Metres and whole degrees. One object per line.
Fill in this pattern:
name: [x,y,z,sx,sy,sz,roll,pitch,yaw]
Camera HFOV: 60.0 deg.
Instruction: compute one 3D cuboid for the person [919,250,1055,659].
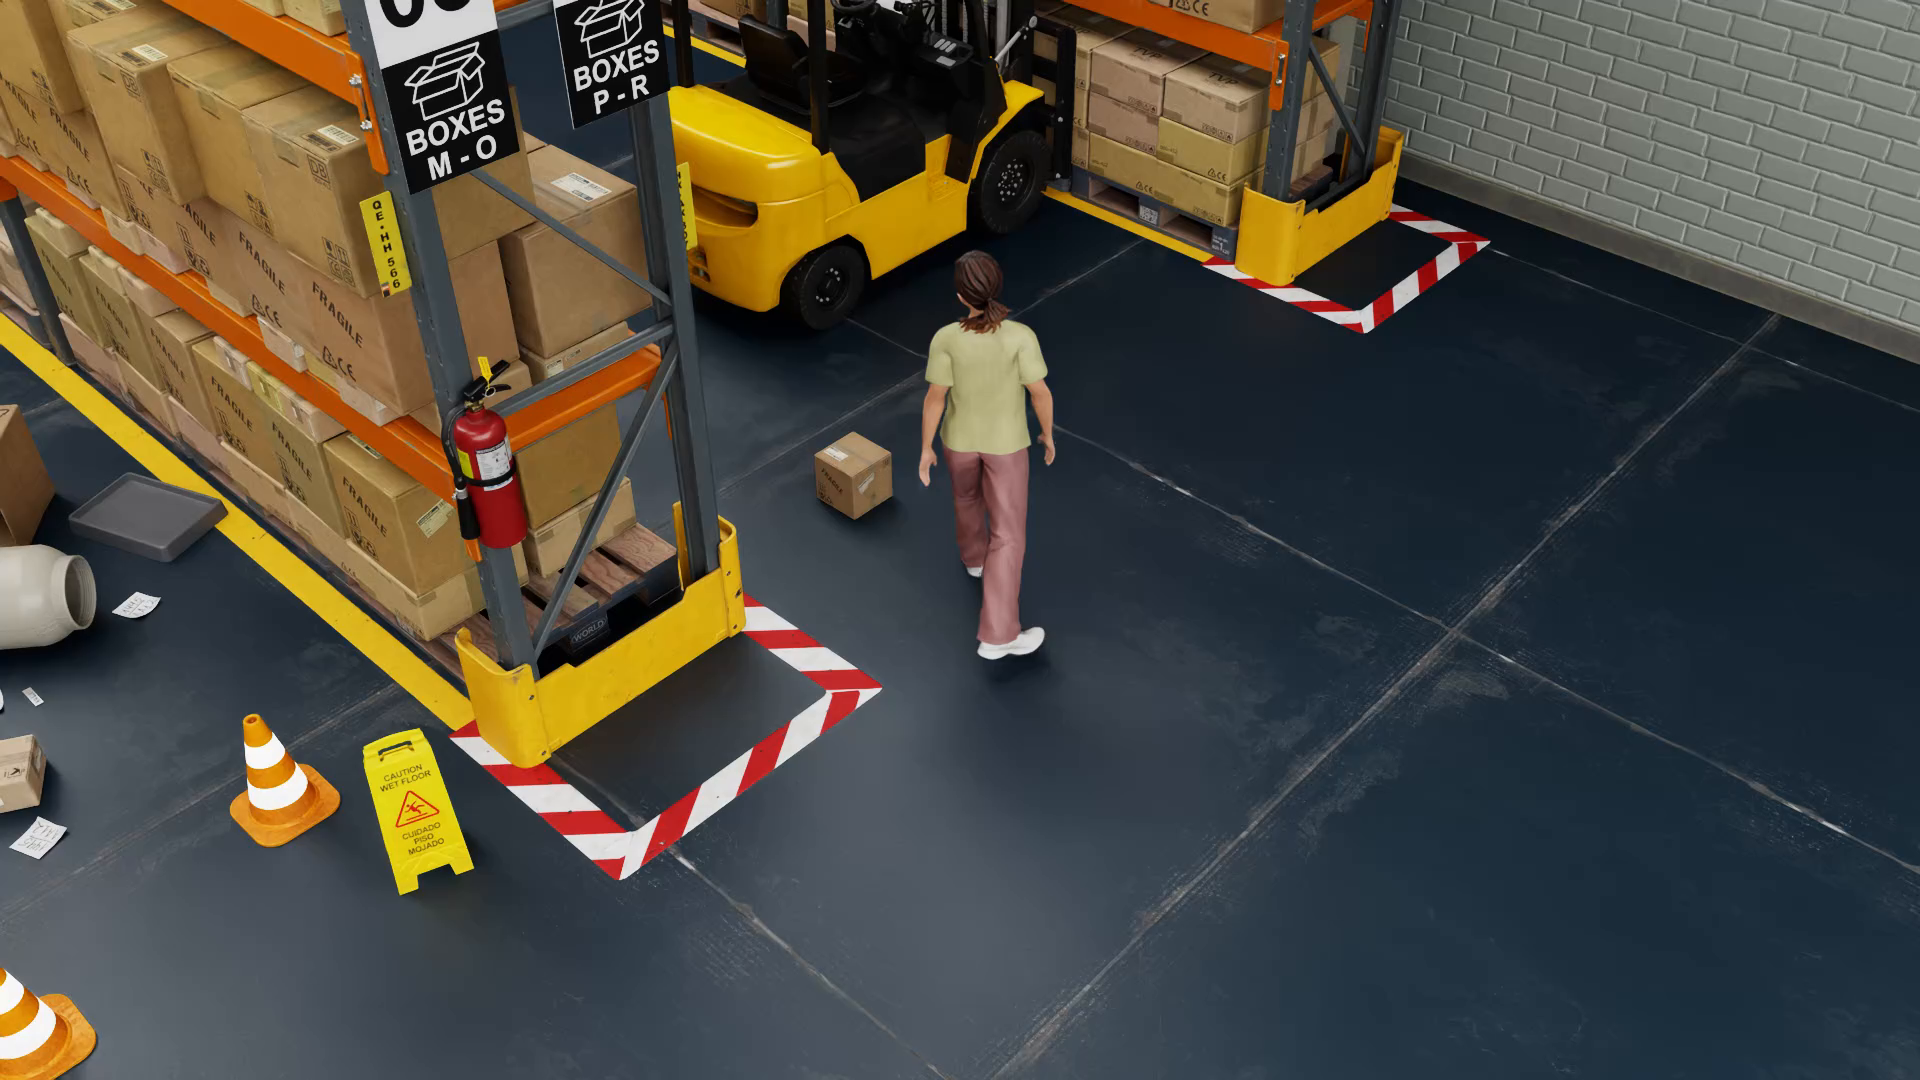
person: [0.122,-0.364,6.615,0.546,1.637,0.882,6,40,8]
